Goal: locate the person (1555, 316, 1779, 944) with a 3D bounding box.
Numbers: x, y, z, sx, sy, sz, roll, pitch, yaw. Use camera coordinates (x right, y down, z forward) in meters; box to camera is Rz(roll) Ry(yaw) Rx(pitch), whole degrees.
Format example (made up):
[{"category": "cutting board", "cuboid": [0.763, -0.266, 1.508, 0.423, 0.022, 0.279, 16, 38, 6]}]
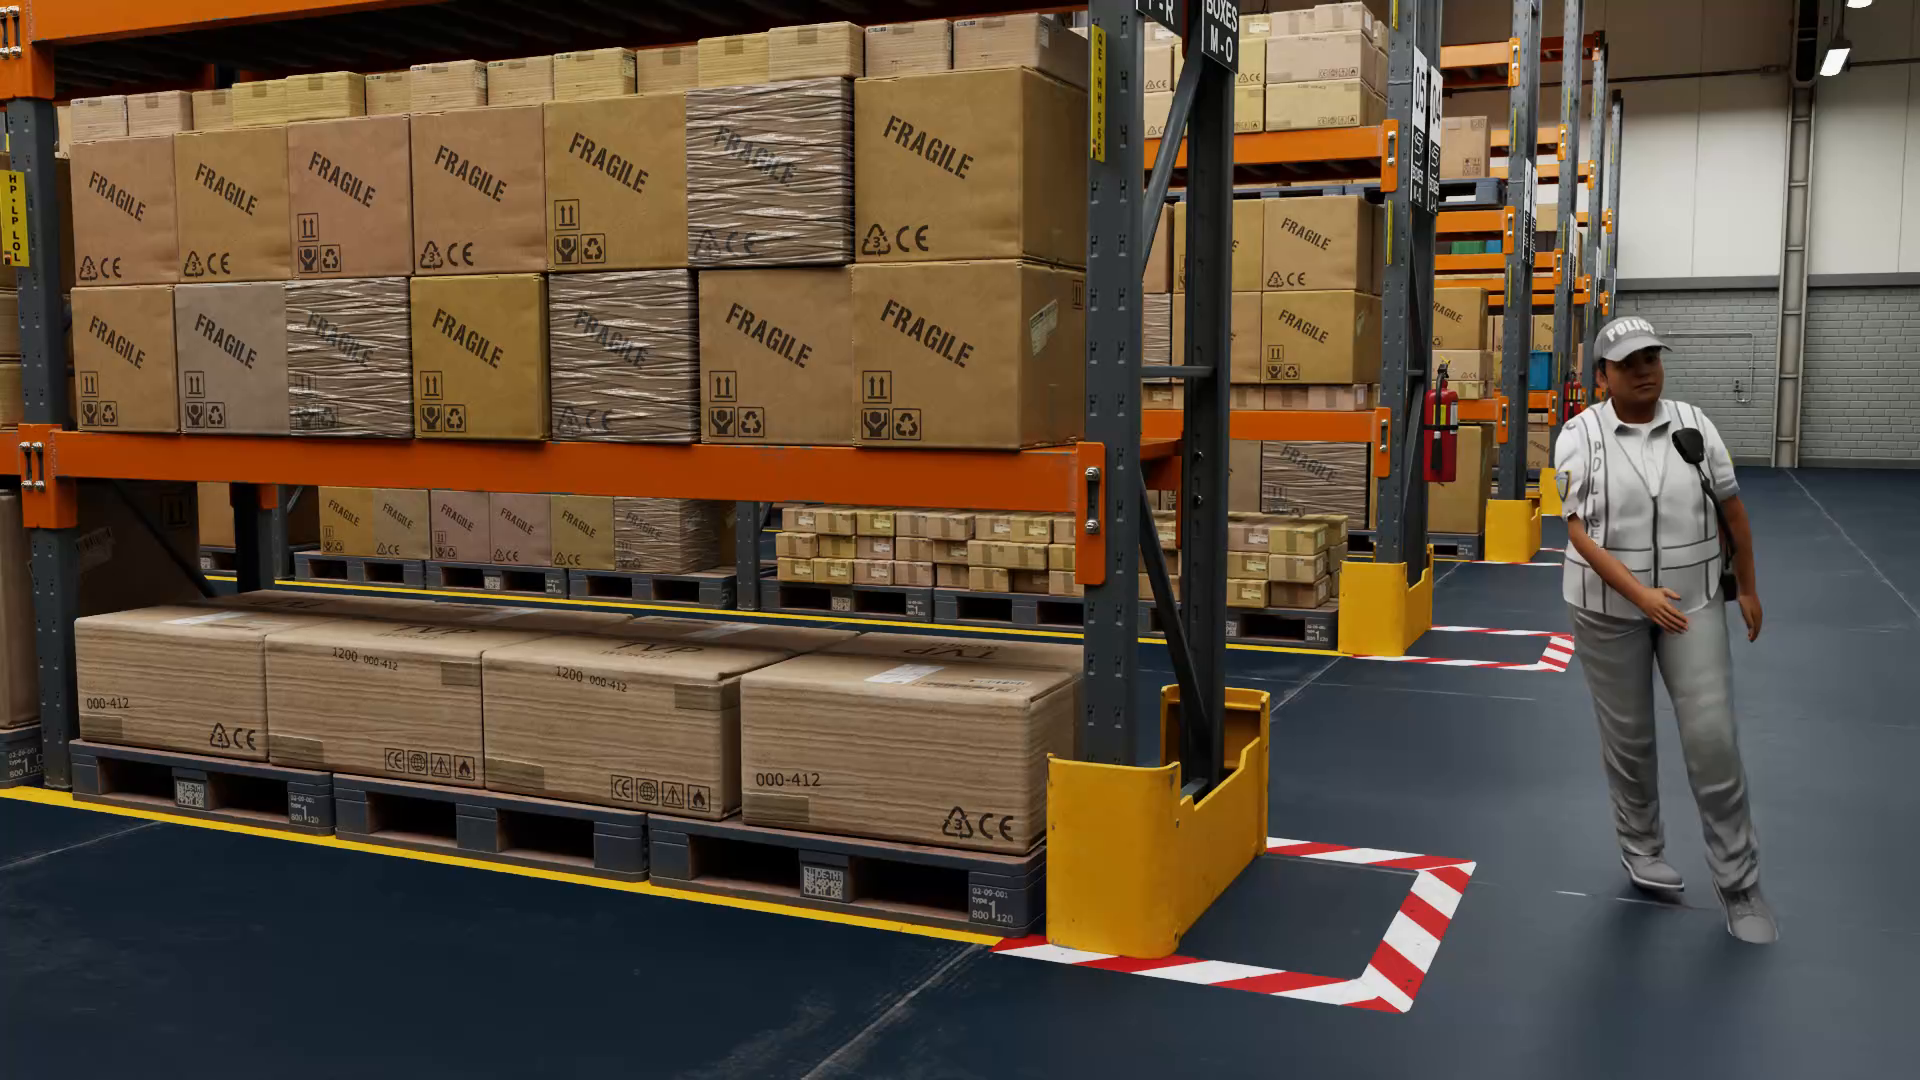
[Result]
[{"category": "person", "cuboid": [1.953, 0.237, 4.635, 0.590, 1.706, 0.634, 1, 6, 14]}]
